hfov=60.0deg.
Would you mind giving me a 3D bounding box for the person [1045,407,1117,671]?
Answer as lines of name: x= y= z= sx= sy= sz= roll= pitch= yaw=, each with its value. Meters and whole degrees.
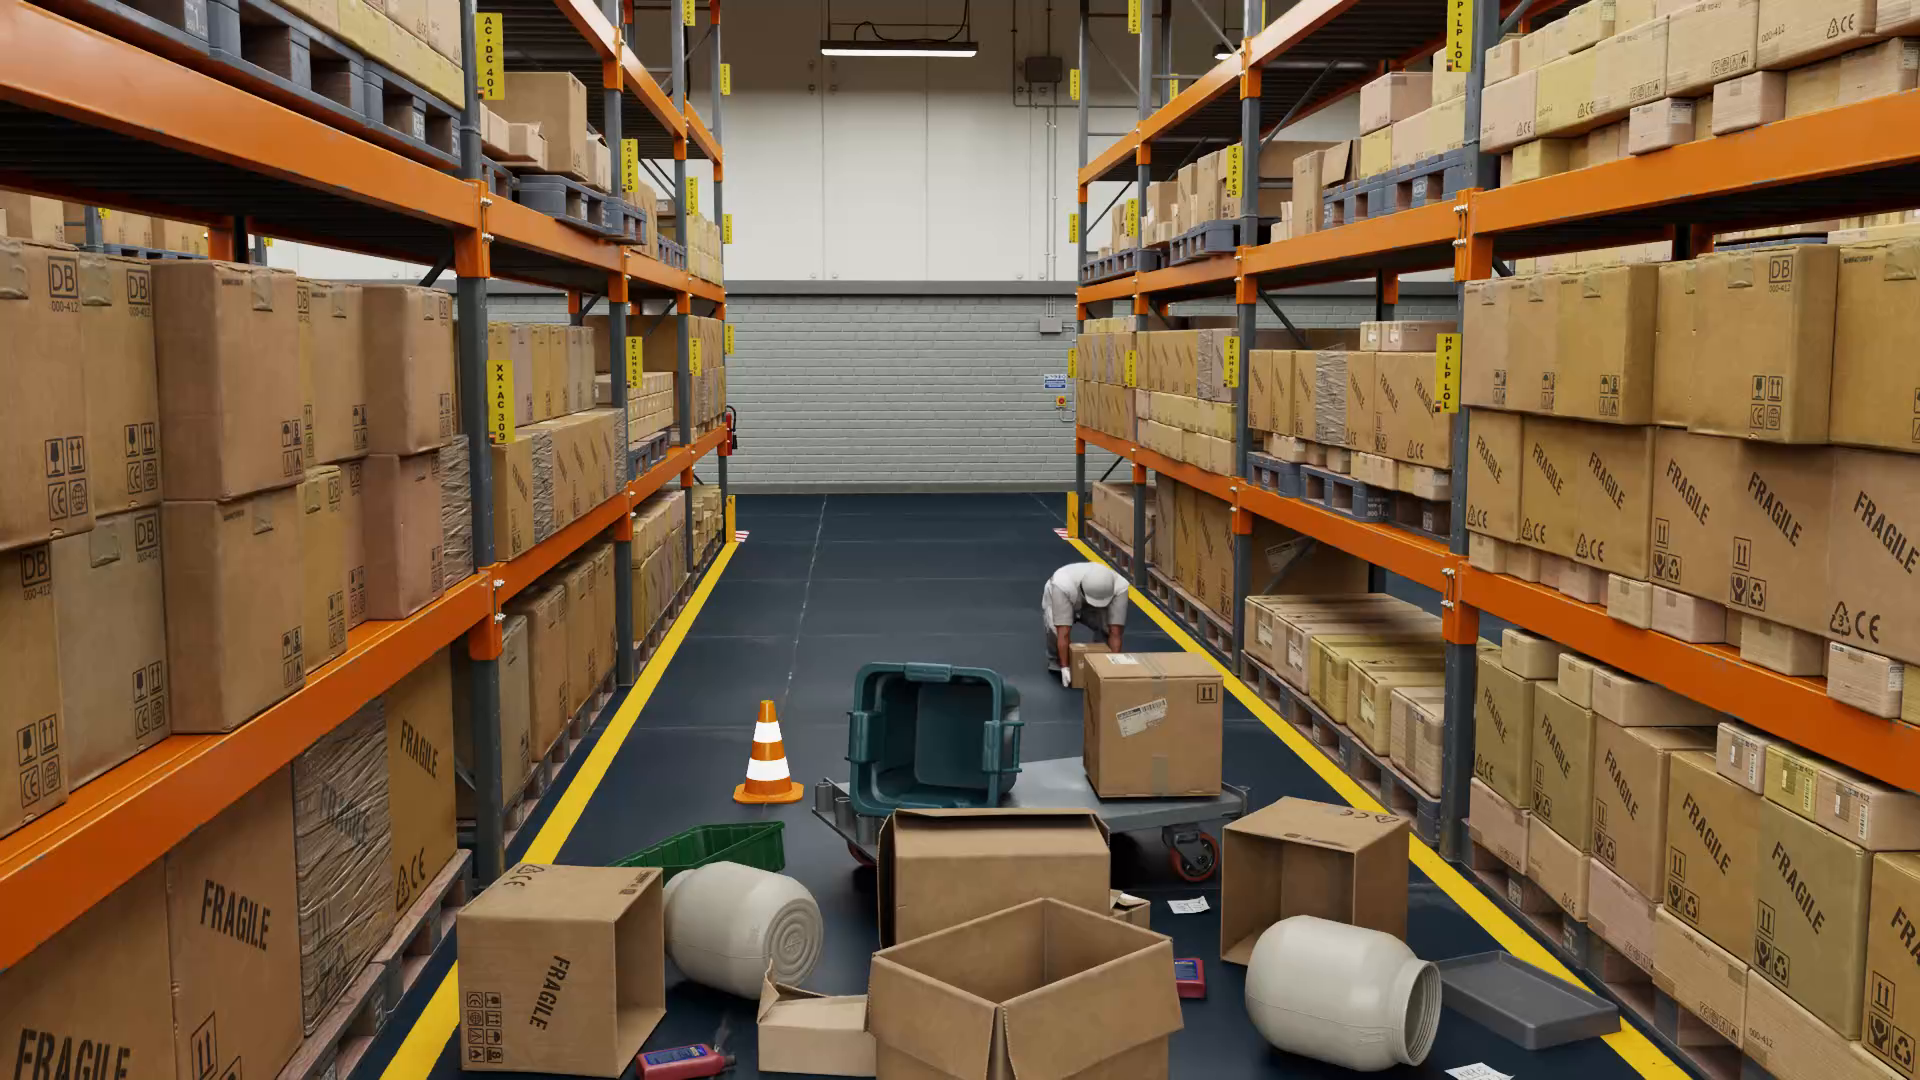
person: x=0.822 y=0.006 z=11.130 sx=0.487 sy=1.778 sz=0.584 roll=0 pitch=7 yaw=-3
